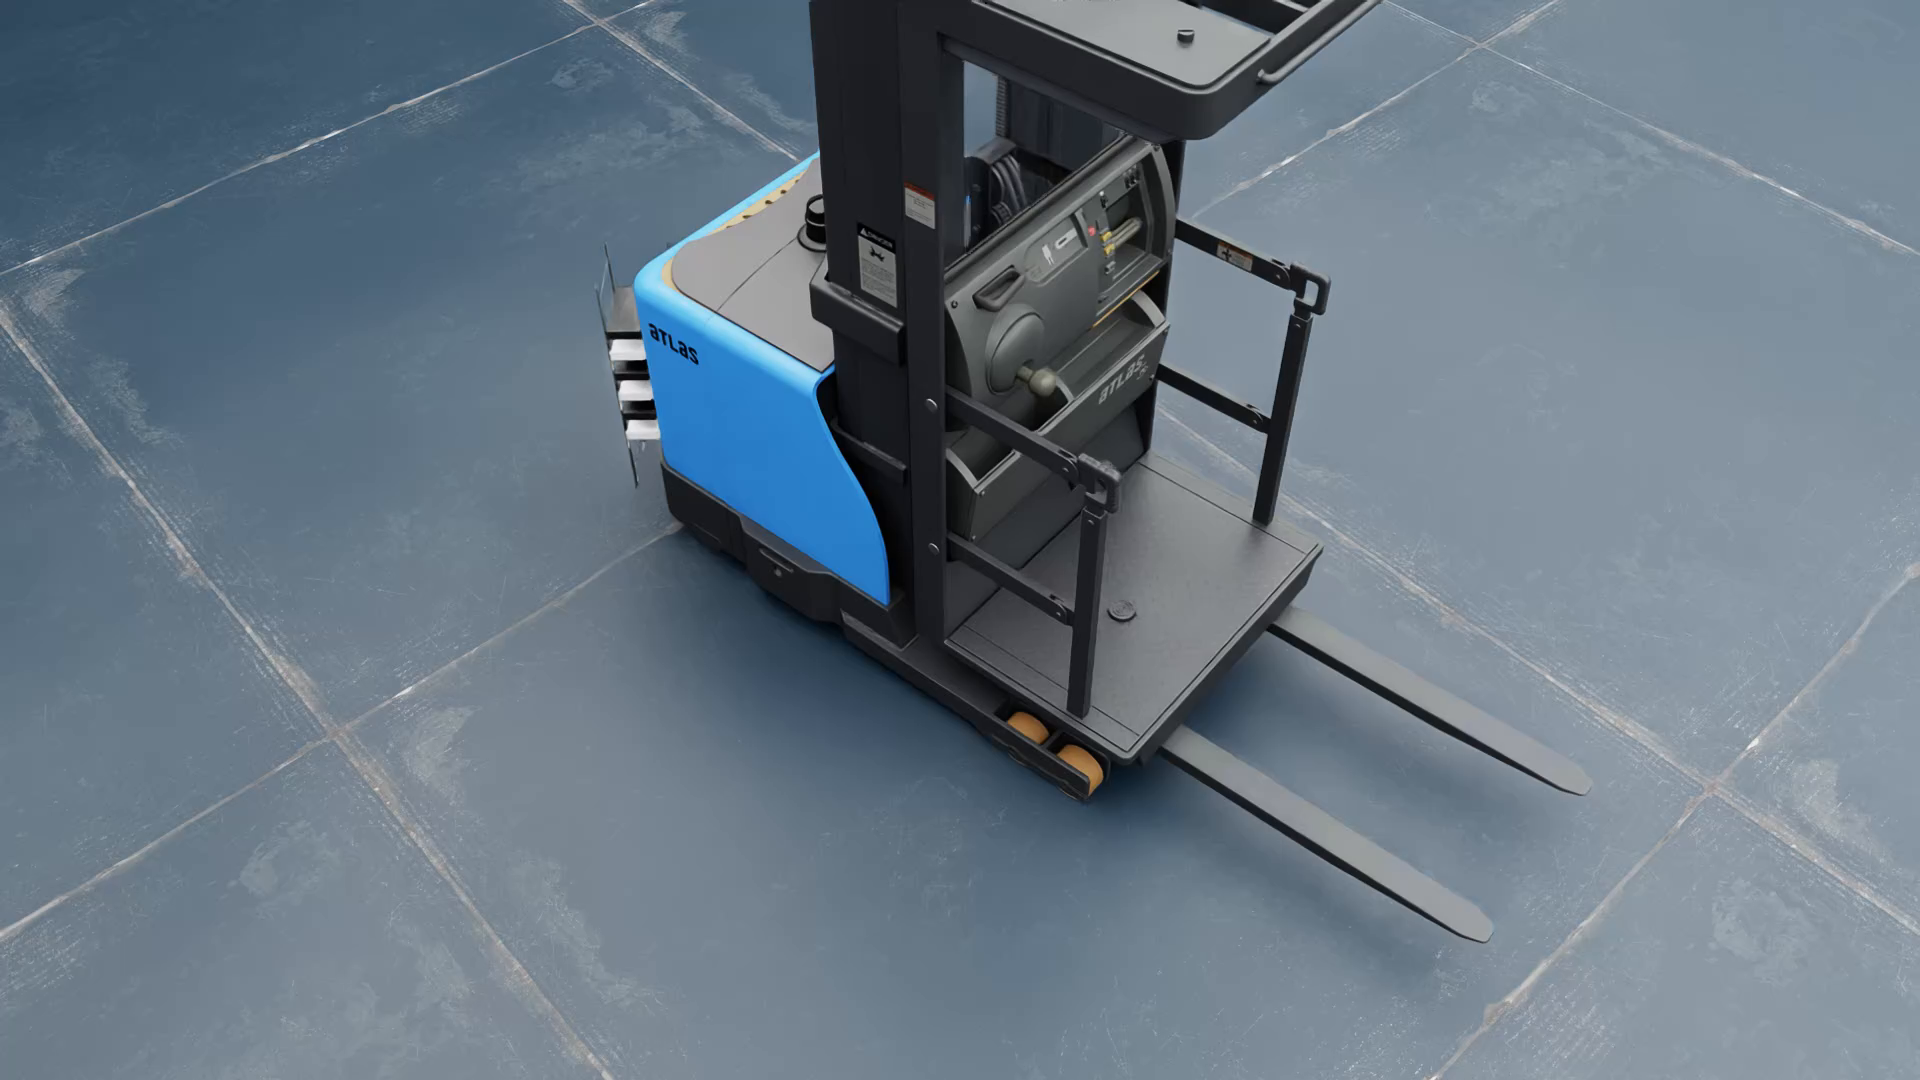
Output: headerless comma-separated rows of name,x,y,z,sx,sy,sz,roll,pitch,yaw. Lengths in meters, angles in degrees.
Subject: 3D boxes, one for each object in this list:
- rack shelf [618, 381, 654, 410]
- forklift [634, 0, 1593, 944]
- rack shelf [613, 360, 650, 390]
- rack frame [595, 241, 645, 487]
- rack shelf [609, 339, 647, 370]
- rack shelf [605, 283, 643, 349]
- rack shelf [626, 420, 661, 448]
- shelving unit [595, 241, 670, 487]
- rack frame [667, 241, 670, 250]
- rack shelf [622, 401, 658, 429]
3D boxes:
rack shelf,-1.052,-0.559,5.699,0.200,0.077,0.258,-1,47,-1
forklift,0.449,-0.658,4.363,3.031,2.935,1.130,31,54,25
rack shelf,-1.052,-0.620,5.633,0.200,0.077,0.258,-1,47,-1
rack frame,-1.154,-0.581,5.674,0.006,0.900,0.240,-1,47,-1
rack shelf,-1.052,-0.681,5.567,0.200,0.077,0.258,-1,47,-1
rack shelf,-1.052,-0.742,5.501,0.200,0.077,0.258,-1,47,-1
rack shelf,-1.052,-0.437,5.831,0.200,0.077,0.258,-1,47,-1
shelving unit,-1.052,-0.582,5.675,0.210,0.900,0.258,-1,47,-1
rack frame,-0.951,-0.583,5.675,0.006,0.900,0.240,-1,47,-1
rack shelf,-1.052,-0.498,5.765,0.200,0.077,0.258,-1,47,-1
